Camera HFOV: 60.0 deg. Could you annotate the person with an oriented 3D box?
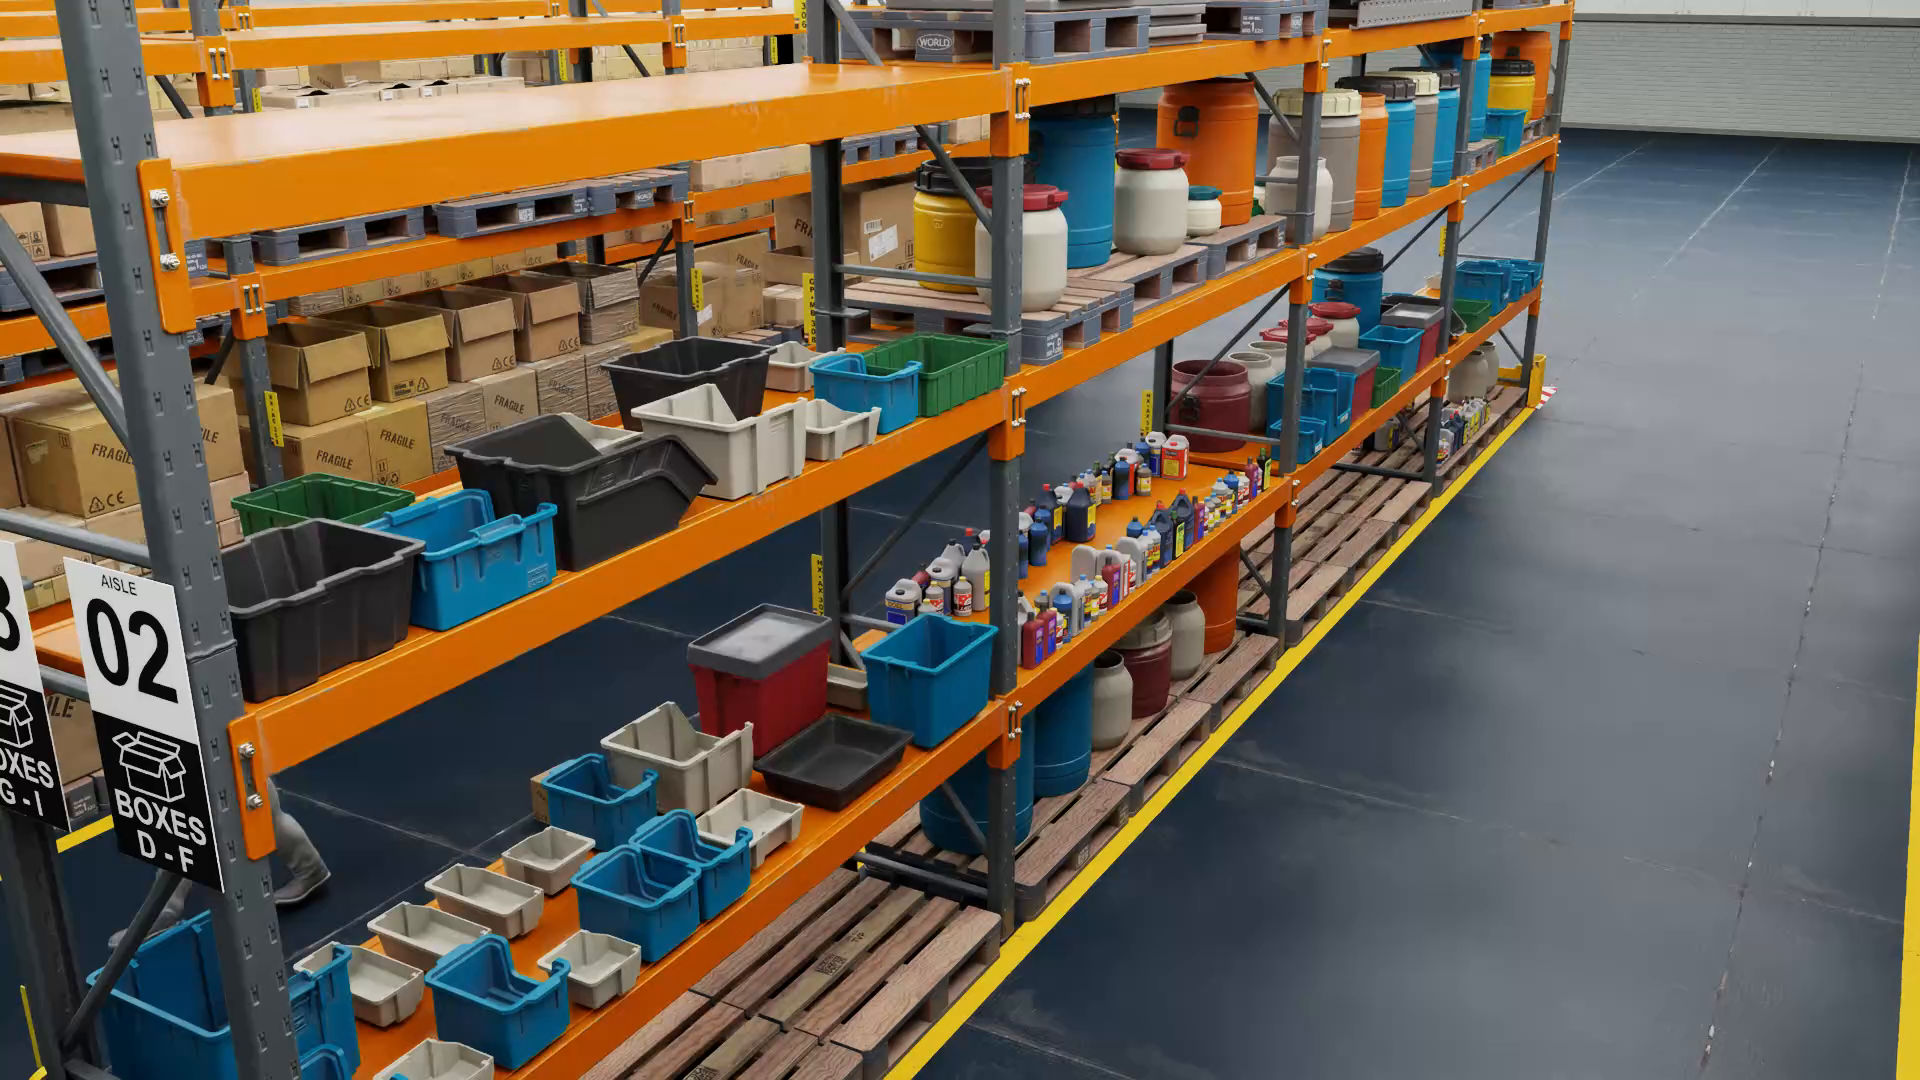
[{"bbox_3d":[-3.614,1.064,7.936,0.539,1.714,1.034,16,25,38],"label":"person"}]
